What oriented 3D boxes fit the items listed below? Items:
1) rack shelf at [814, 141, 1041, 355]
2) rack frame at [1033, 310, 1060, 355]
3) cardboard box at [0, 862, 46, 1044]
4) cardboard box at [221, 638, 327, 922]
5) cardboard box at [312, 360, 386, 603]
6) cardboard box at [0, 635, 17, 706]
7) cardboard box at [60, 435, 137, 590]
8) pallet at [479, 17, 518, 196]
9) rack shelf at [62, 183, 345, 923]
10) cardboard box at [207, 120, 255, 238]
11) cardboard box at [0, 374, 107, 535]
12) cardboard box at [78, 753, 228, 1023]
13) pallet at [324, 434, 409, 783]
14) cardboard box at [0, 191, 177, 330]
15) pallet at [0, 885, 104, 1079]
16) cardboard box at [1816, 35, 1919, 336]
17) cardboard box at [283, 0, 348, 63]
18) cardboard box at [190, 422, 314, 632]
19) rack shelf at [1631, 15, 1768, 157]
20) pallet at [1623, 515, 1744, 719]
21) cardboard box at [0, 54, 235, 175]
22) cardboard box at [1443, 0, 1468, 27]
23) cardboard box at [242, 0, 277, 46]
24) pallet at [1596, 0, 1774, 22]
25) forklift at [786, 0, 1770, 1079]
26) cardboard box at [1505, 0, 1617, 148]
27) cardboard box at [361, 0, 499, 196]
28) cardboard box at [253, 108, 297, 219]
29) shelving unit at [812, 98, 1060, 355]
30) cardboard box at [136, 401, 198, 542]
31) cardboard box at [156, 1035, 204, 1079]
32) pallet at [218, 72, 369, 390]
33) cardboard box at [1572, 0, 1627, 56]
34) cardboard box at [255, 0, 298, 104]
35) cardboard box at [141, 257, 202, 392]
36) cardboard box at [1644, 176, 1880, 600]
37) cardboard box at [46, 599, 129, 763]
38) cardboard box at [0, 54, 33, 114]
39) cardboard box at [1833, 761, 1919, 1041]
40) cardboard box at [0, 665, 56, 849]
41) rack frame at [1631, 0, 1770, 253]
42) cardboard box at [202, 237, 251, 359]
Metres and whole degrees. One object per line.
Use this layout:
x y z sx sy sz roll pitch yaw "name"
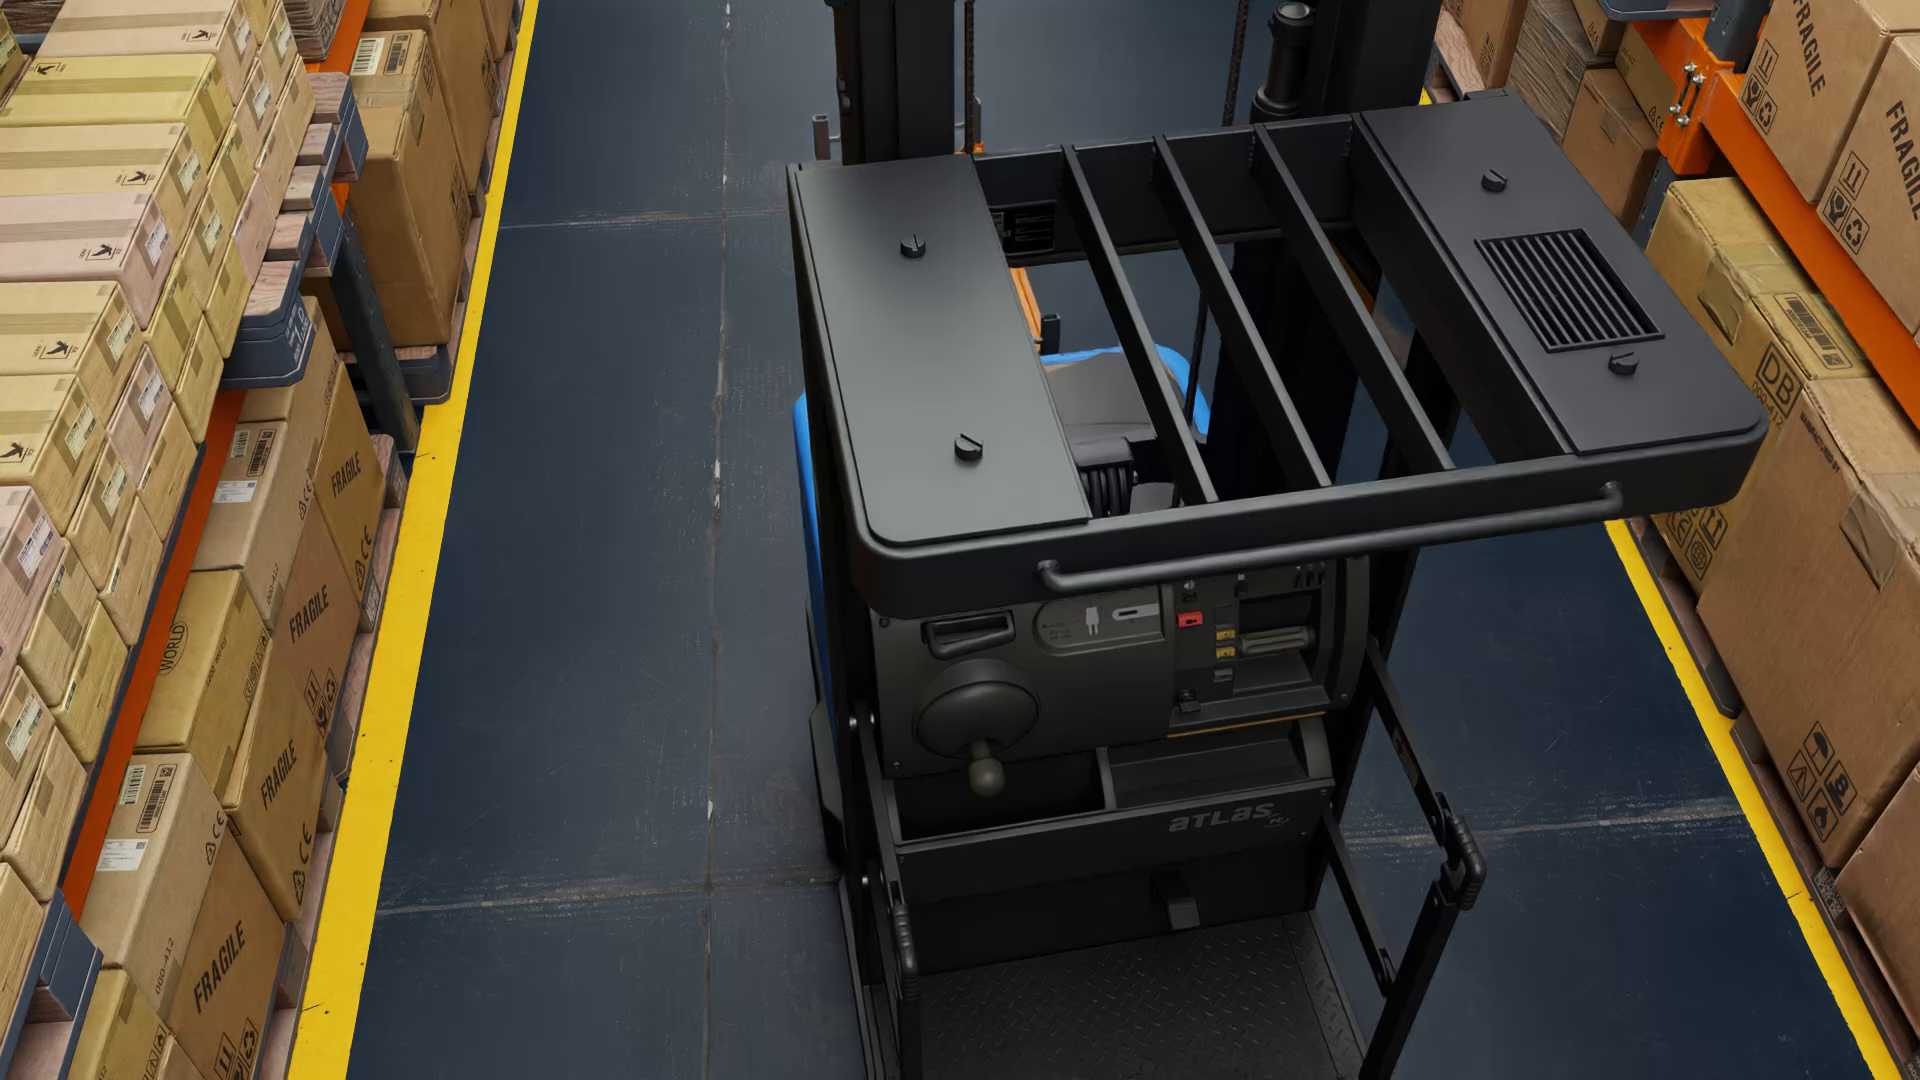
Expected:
-0.089 -0.721 4.755 0.538 0.278 1.000 -8 47 -7 "rack shelf"
0.007 -0.157 4.624 0.500 1.125 0.032 -8 47 -7 "rack frame"
-1.614 0.634 2.467 0.380 0.149 0.250 -3 47 -3 "cardboard box"
-1.893 0.607 4.042 0.500 0.500 0.500 -5 47 -5 "cardboard box"
-1.993 -0.151 4.759 0.500 0.500 0.500 -4 47 -3 "cardboard box"
-1.637 0.239 2.431 0.380 0.149 0.250 -4 47 -4 "cardboard box"
-1.681 -0.037 2.898 0.380 0.149 0.250 -4 47 -4 "cardboard box"
-2.398 -1.823 6.831 1.003 0.211 1.213 -3 47 -3 "pallet"
-2.141 0.368 3.331 1.077 0.370 4.000 -3 47 -3 "rack shelf"
-1.765 -0.773 3.595 0.380 0.149 0.250 -2 47 -2 "cardboard box"
-1.684 -0.138 2.789 0.380 0.149 0.250 -2 47 -2 "cardboard box"
-1.857 0.720 3.418 0.500 0.250 0.500 -2 47 -2 "cardboard box"
-2.244 0.198 4.917 1.003 0.211 1.213 -3 47 -3 "pallet"
-1.729 -0.523 3.153 0.380 0.149 0.250 -3 47 -3 "cardboard box"
-1.893 1.072 2.301 1.003 0.211 1.213 -3 47 -3 "pallet"
2.458 -0.848 3.918 0.500 0.500 0.500 -5 47 -4 "cardboard box"
-2.077 -1.702 4.727 0.500 0.500 0.500 -3 47 -3 "cardboard box"
-1.937 -0.025 4.124 0.500 0.250 0.500 -3 47 -3 "cardboard box"
2.475 -2.754 6.288 1.077 0.370 4.000 -3 47 -3 "rack shelf"
2.634 -0.021 5.124 1.003 0.211 1.213 -3 47 -3 "pallet"
-1.770 -0.891 3.502 0.380 0.149 0.250 -2 47 -2 "cardboard box"
2.406 -2.544 7.012 0.700 0.500 0.500 -7 47 -7 "cardboard box"
-1.811 -1.262 3.853 0.380 0.149 0.250 -5 47 -5 "cardboard box"
2.477 -1.998 5.208 1.213 0.211 1.003 -3 47 -3 "pallet"
0.345 0.328 2.921 1.130 2.935 3.031 -8 47 -7 "forklift"
2.507 -1.730 6.241 0.700 0.500 0.500 -7 47 -7 "cardboard box"
-2.346 -1.775 6.126 1.050 0.750 0.750 -3 47 -3 "cardboard box"
-1.790 -0.875 3.897 0.380 0.149 0.250 -4 47 -3 "cardboard box"
-0.089 -0.520 4.968 0.538 1.125 1.048 -8 47 -7 "shelving unit"
-1.707 -0.127 3.188 0.380 0.149 0.250 -2 47 -2 "cardboard box"
-1.817 1.350 3.338 0.500 0.500 0.500 -2 47 -1 "cardboard box"
-2.143 -0.751 4.027 1.213 0.211 1.003 -3 47 -3 "pallet"
2.502 -1.970 5.952 0.500 0.250 0.500 1 47 1 "cardboard box"
-1.813 -1.157 3.958 0.380 0.149 0.250 -3 47 -2 "cardboard box"
-1.726 -0.412 3.253 0.380 0.149 0.250 -4 47 -4 "cardboard box"
2.680 -0.468 4.801 1.225 0.875 0.875 -5 47 -5 "cardboard box"
-1.663 0.253 2.829 0.380 0.149 0.250 -4 47 -4 "cardboard box"
-2.472 -1.048 4.060 0.380 0.149 0.250 -4 47 -4 "cardboard box"
2.828 0.818 3.584 1.225 0.875 0.875 -5 47 -5 "cardboard box"
-1.641 0.337 2.543 0.380 0.149 0.250 -2 47 -2 "cardboard box"
2.643 -1.554 4.656 1.000 3.000 0.127 -3 47 -3 "rack frame"
-1.751 -0.509 3.550 0.380 0.149 0.250 -4 47 -4 "cardboard box"
